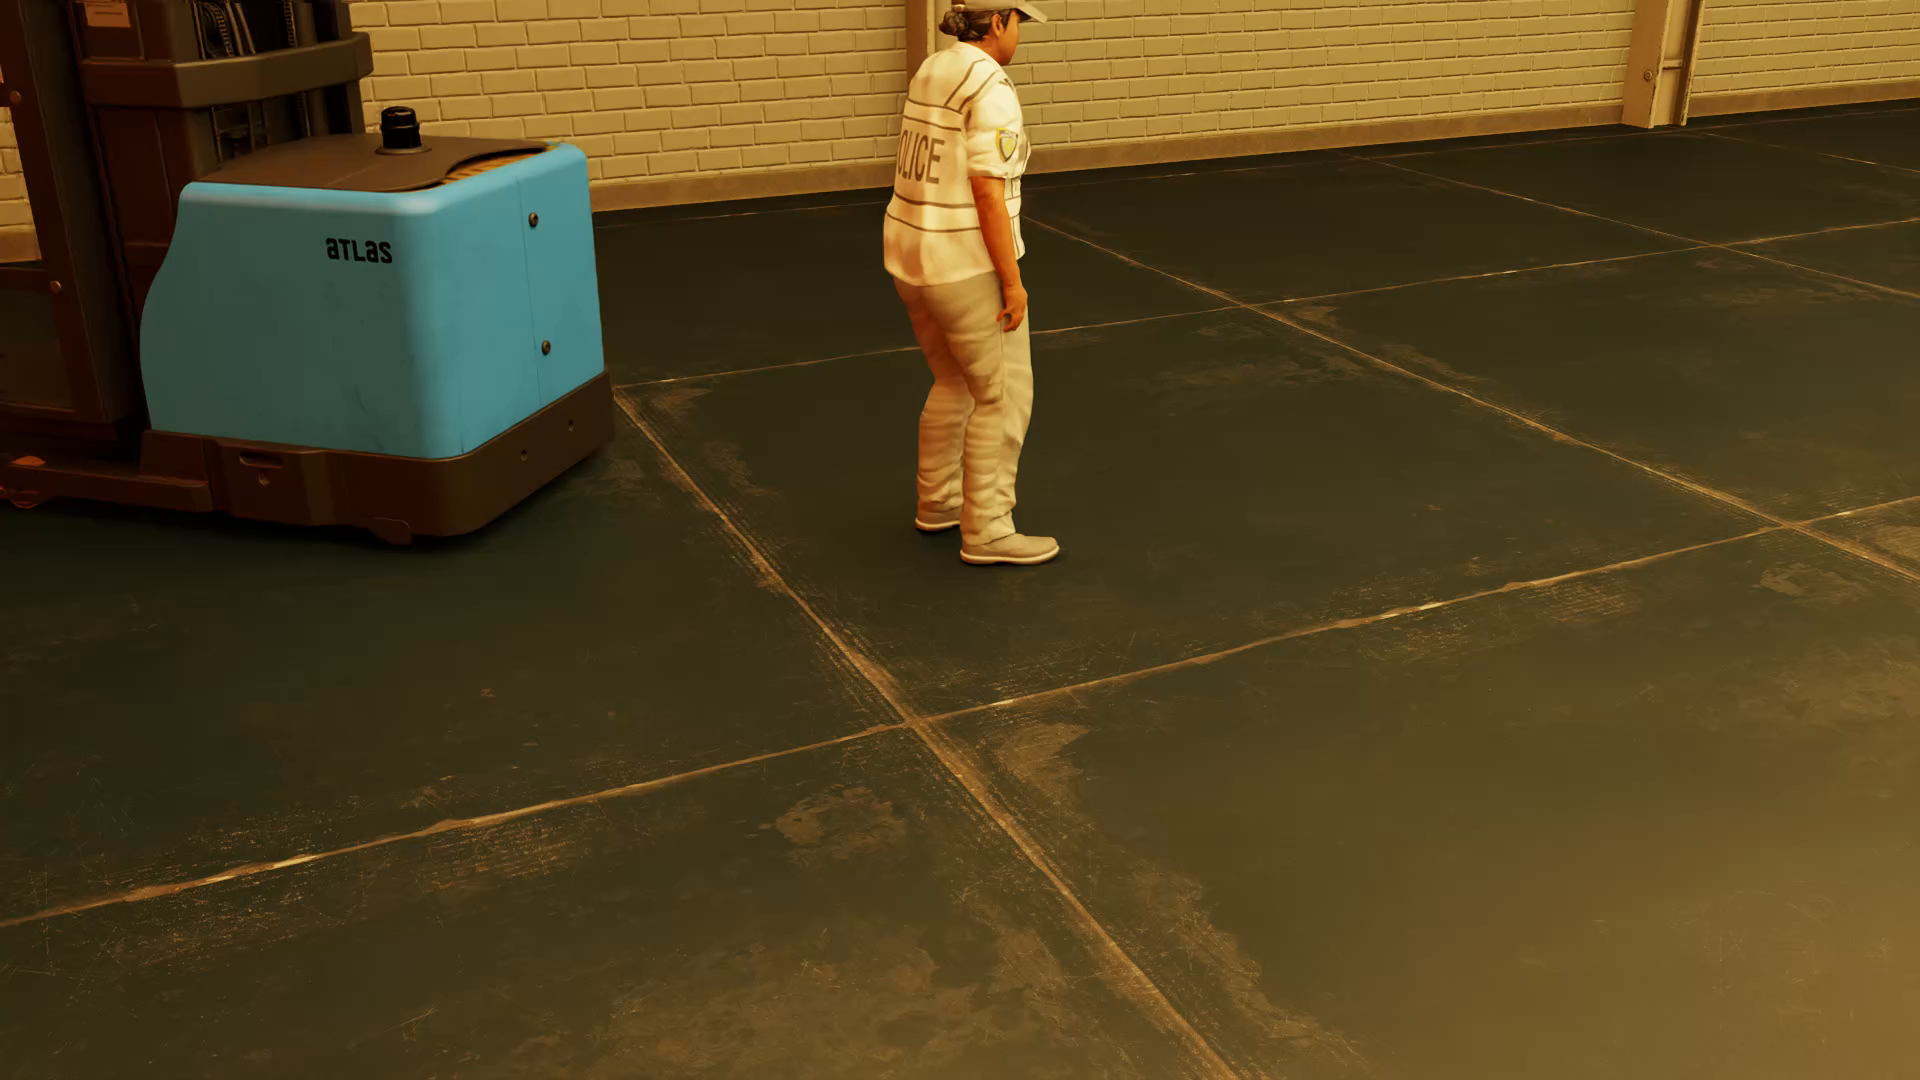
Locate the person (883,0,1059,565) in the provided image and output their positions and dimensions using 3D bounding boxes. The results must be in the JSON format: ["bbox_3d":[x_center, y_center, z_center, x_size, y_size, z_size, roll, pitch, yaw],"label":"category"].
[{"bbox_3d":[0.042,-0.775,4.804,0.466,1.666,0.546,-11,25,-25],"label":"person"}]

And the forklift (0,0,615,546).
[{"bbox_3d":[-2.777,-1.641,5.236,3.031,2.935,1.130,6,23,15],"label":"forklift"}]
